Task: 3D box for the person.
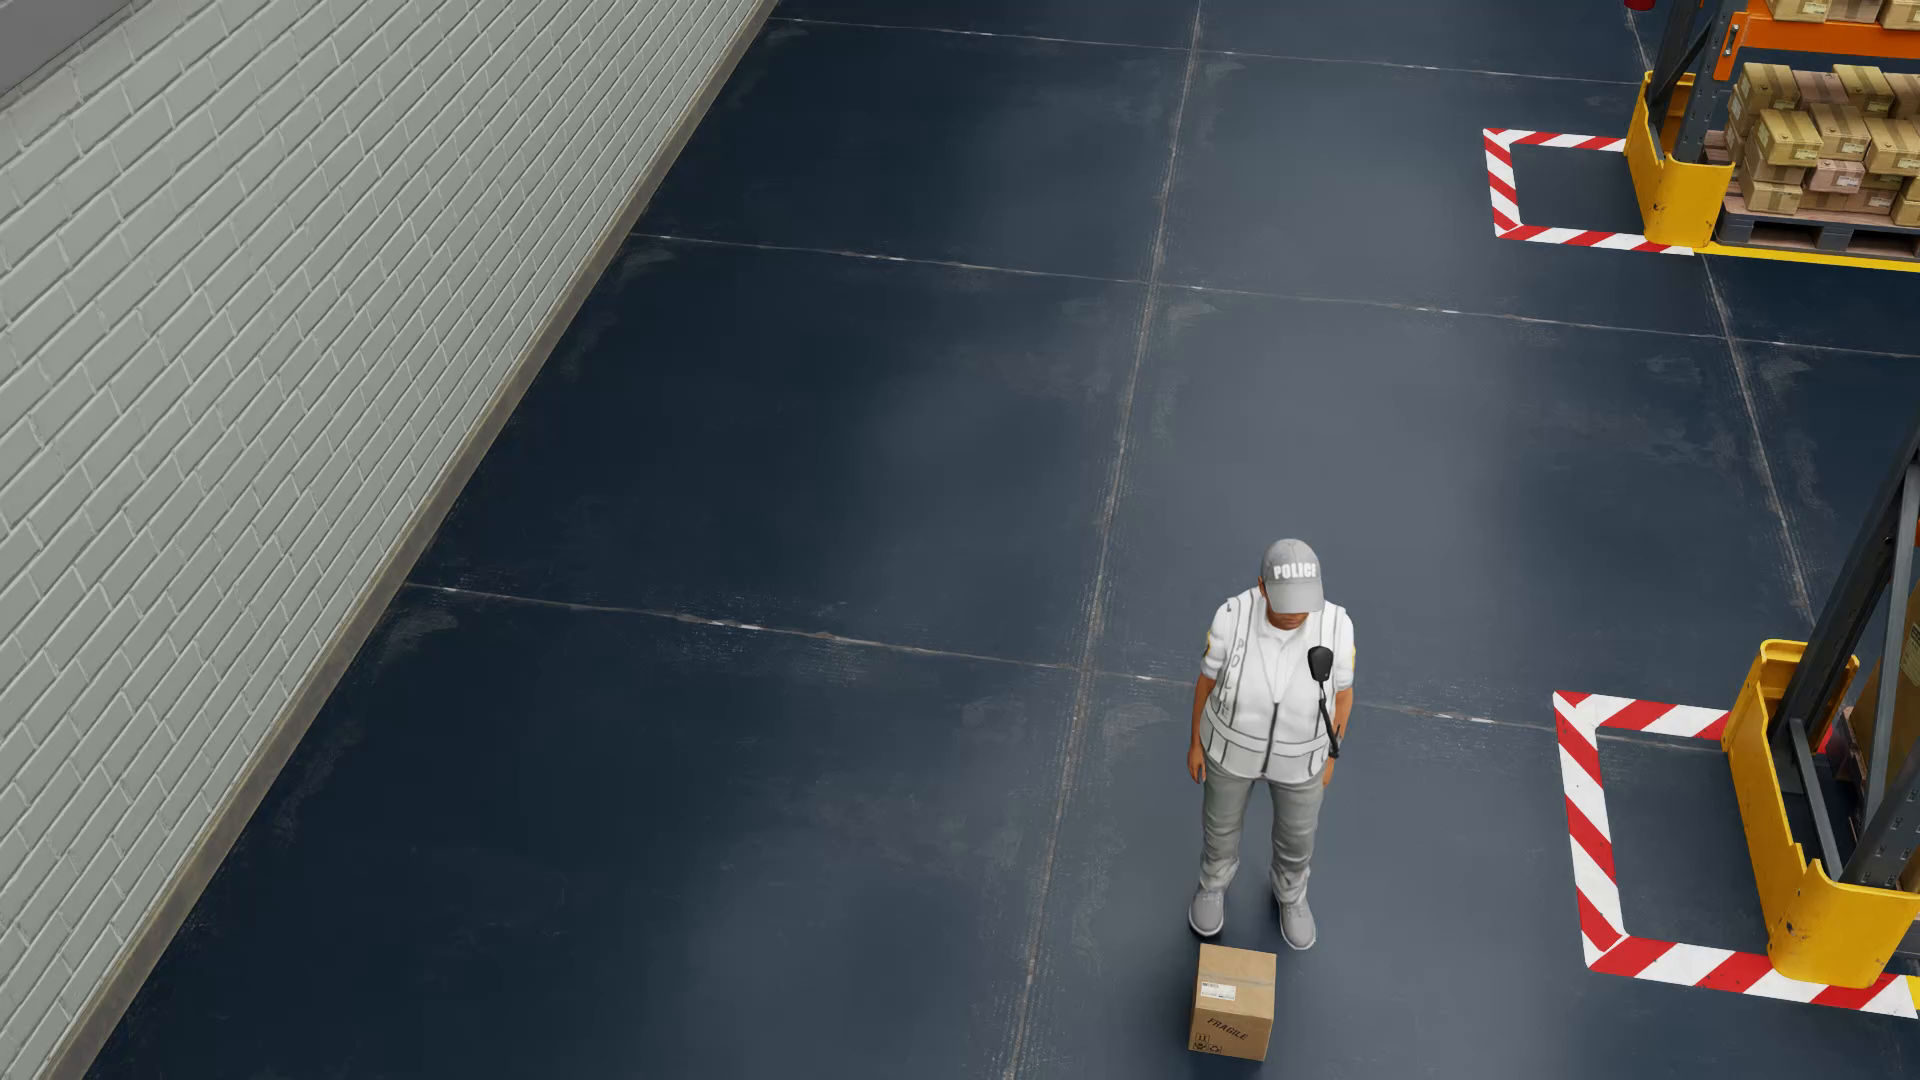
[{"bbox_3d":[1.000,0.686,5.362,0.524,1.684,0.359,7,41,8],"label":"person"}]
